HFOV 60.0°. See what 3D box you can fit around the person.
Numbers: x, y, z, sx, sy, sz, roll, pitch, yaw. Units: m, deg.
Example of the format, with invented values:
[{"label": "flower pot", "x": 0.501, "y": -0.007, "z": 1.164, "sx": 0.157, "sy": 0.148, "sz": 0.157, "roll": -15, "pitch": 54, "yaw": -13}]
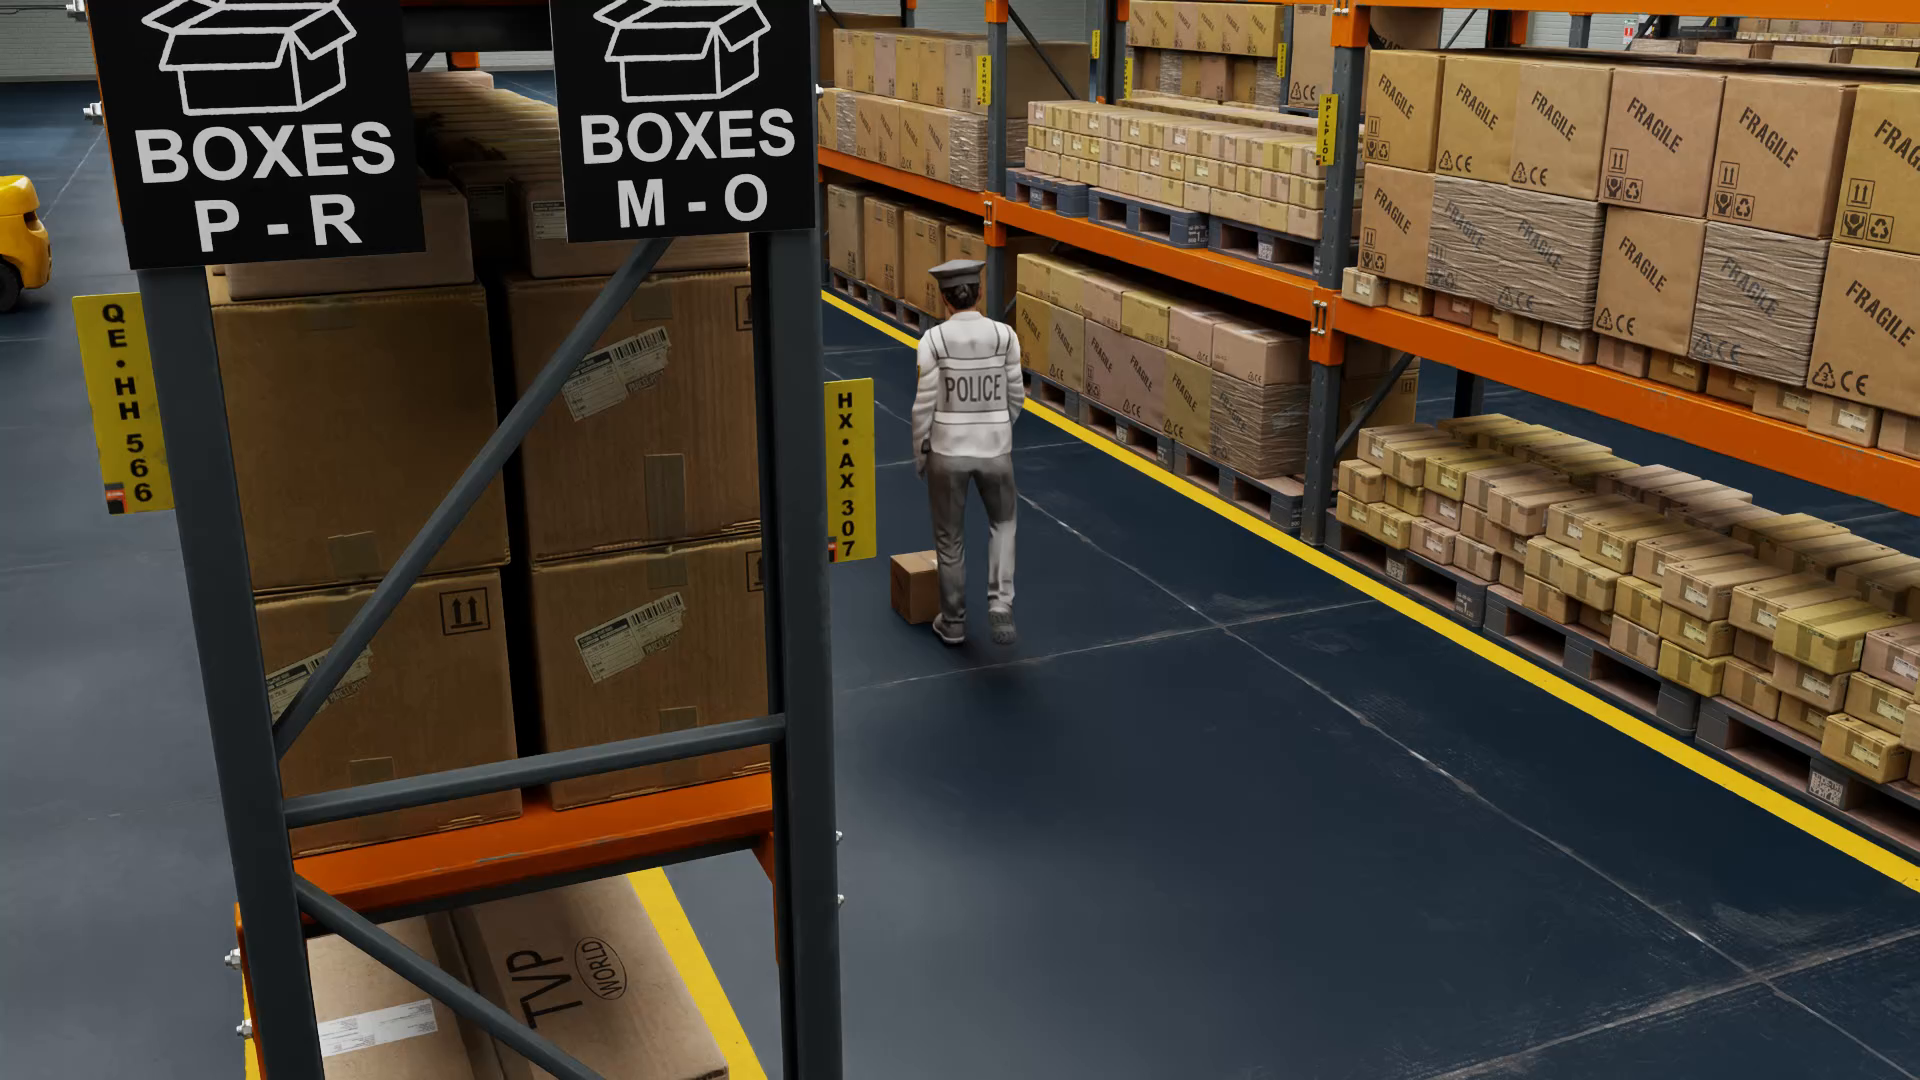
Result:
[{"label": "person", "x": 0.033, "y": -0.346, "z": 7.027, "sx": 0.500, "sy": 1.653, "sz": 0.548, "roll": -4, "pitch": 19, "yaw": -12}]
